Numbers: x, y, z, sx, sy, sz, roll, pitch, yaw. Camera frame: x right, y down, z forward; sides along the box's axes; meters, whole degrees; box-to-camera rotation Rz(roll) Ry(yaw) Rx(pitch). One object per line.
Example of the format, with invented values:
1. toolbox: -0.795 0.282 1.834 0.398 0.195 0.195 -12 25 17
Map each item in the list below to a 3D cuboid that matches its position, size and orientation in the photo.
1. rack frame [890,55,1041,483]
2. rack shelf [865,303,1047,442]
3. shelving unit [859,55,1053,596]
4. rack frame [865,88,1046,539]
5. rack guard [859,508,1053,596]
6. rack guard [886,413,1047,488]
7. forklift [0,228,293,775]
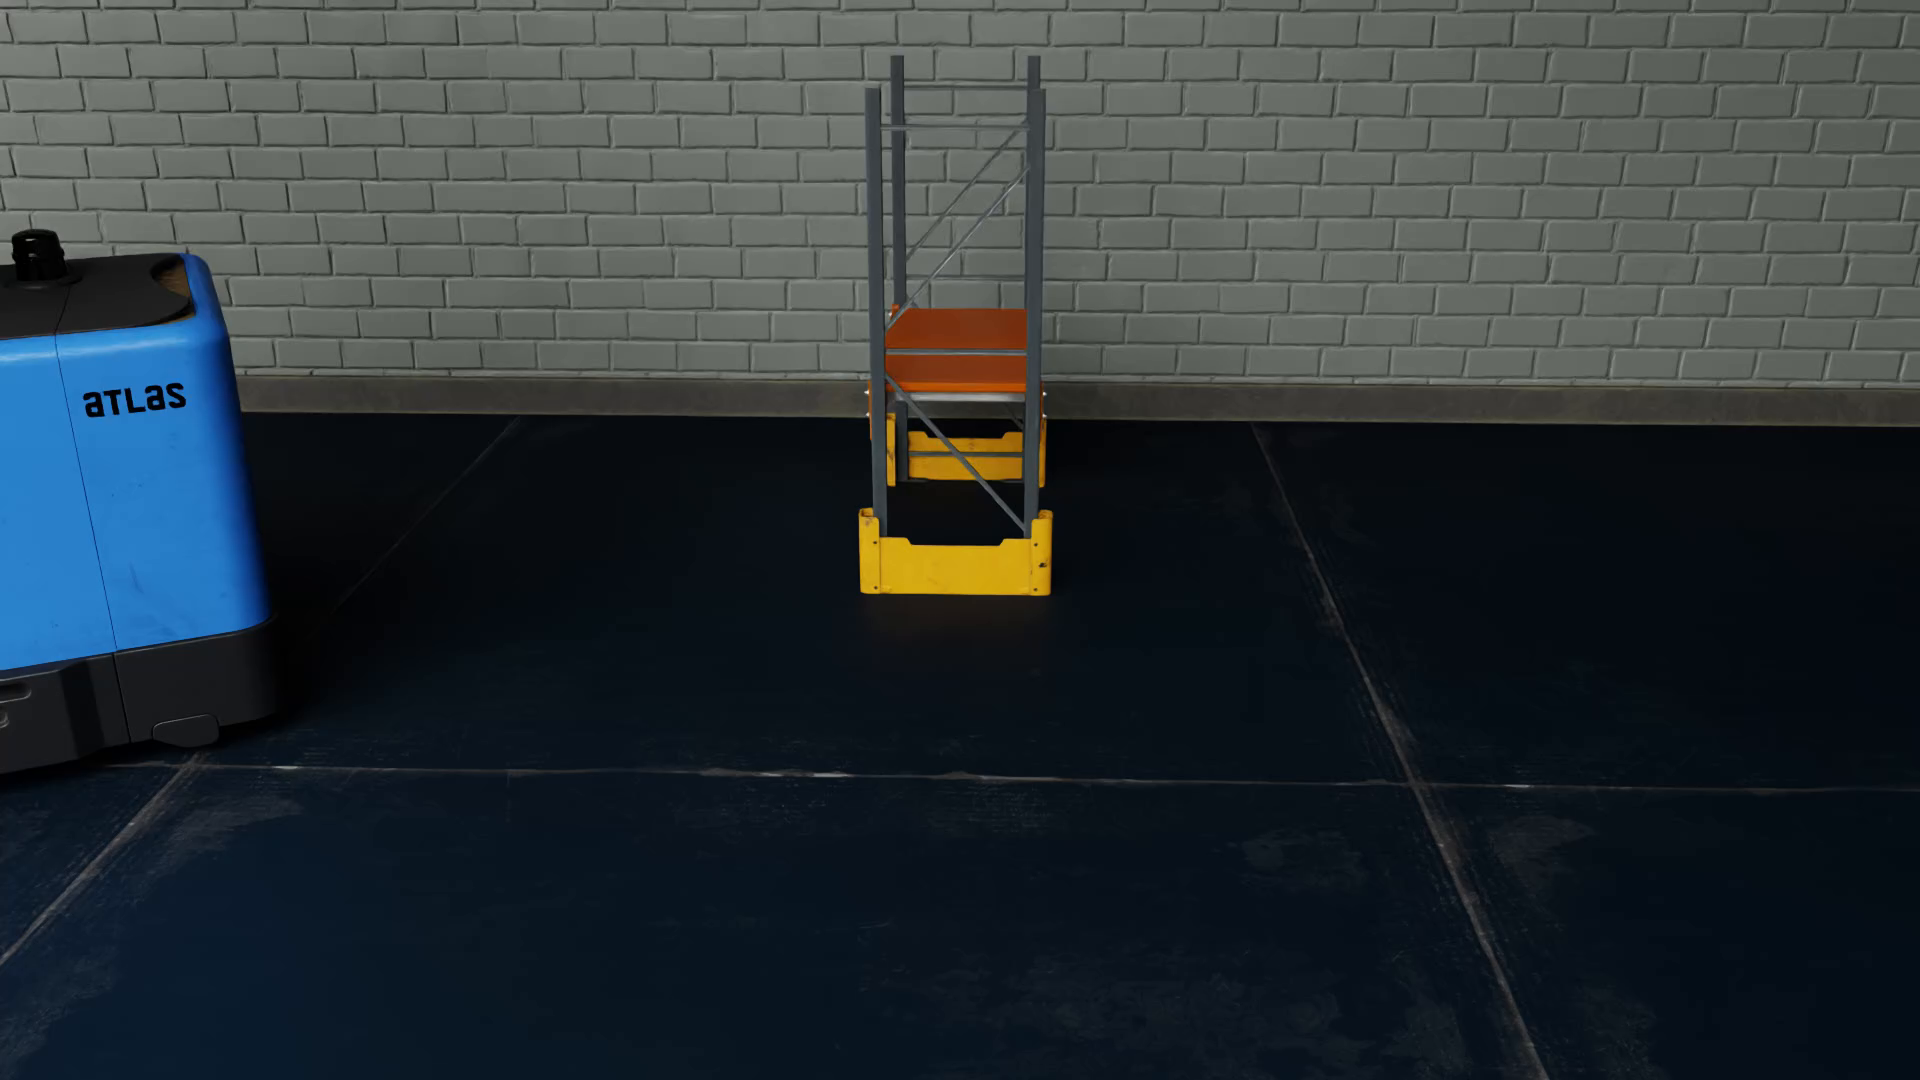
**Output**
1. rack frame: 0.018 -0.914 5.811 0.500 1.500 0.032 1 21 2
2. rack shelf: 0.003 -0.562 5.402 0.538 0.185 1.000 1 21 2
3. shelving unit: 0.002 -0.727 5.329 0.587 1.500 1.083 1 21 2
4. rack frame: -0.013 -0.546 4.863 0.500 1.500 0.032 1 21 2
5. rack guard: -0.013 0.036 5.091 0.587 0.250 0.087 1 21 2
6. rack guard: 0.017 -0.324 6.019 0.587 0.250 0.087 1 21 2
7. forklift: -3.270 -0.796 3.528 3.031 2.935 1.130 -10 23 -24
